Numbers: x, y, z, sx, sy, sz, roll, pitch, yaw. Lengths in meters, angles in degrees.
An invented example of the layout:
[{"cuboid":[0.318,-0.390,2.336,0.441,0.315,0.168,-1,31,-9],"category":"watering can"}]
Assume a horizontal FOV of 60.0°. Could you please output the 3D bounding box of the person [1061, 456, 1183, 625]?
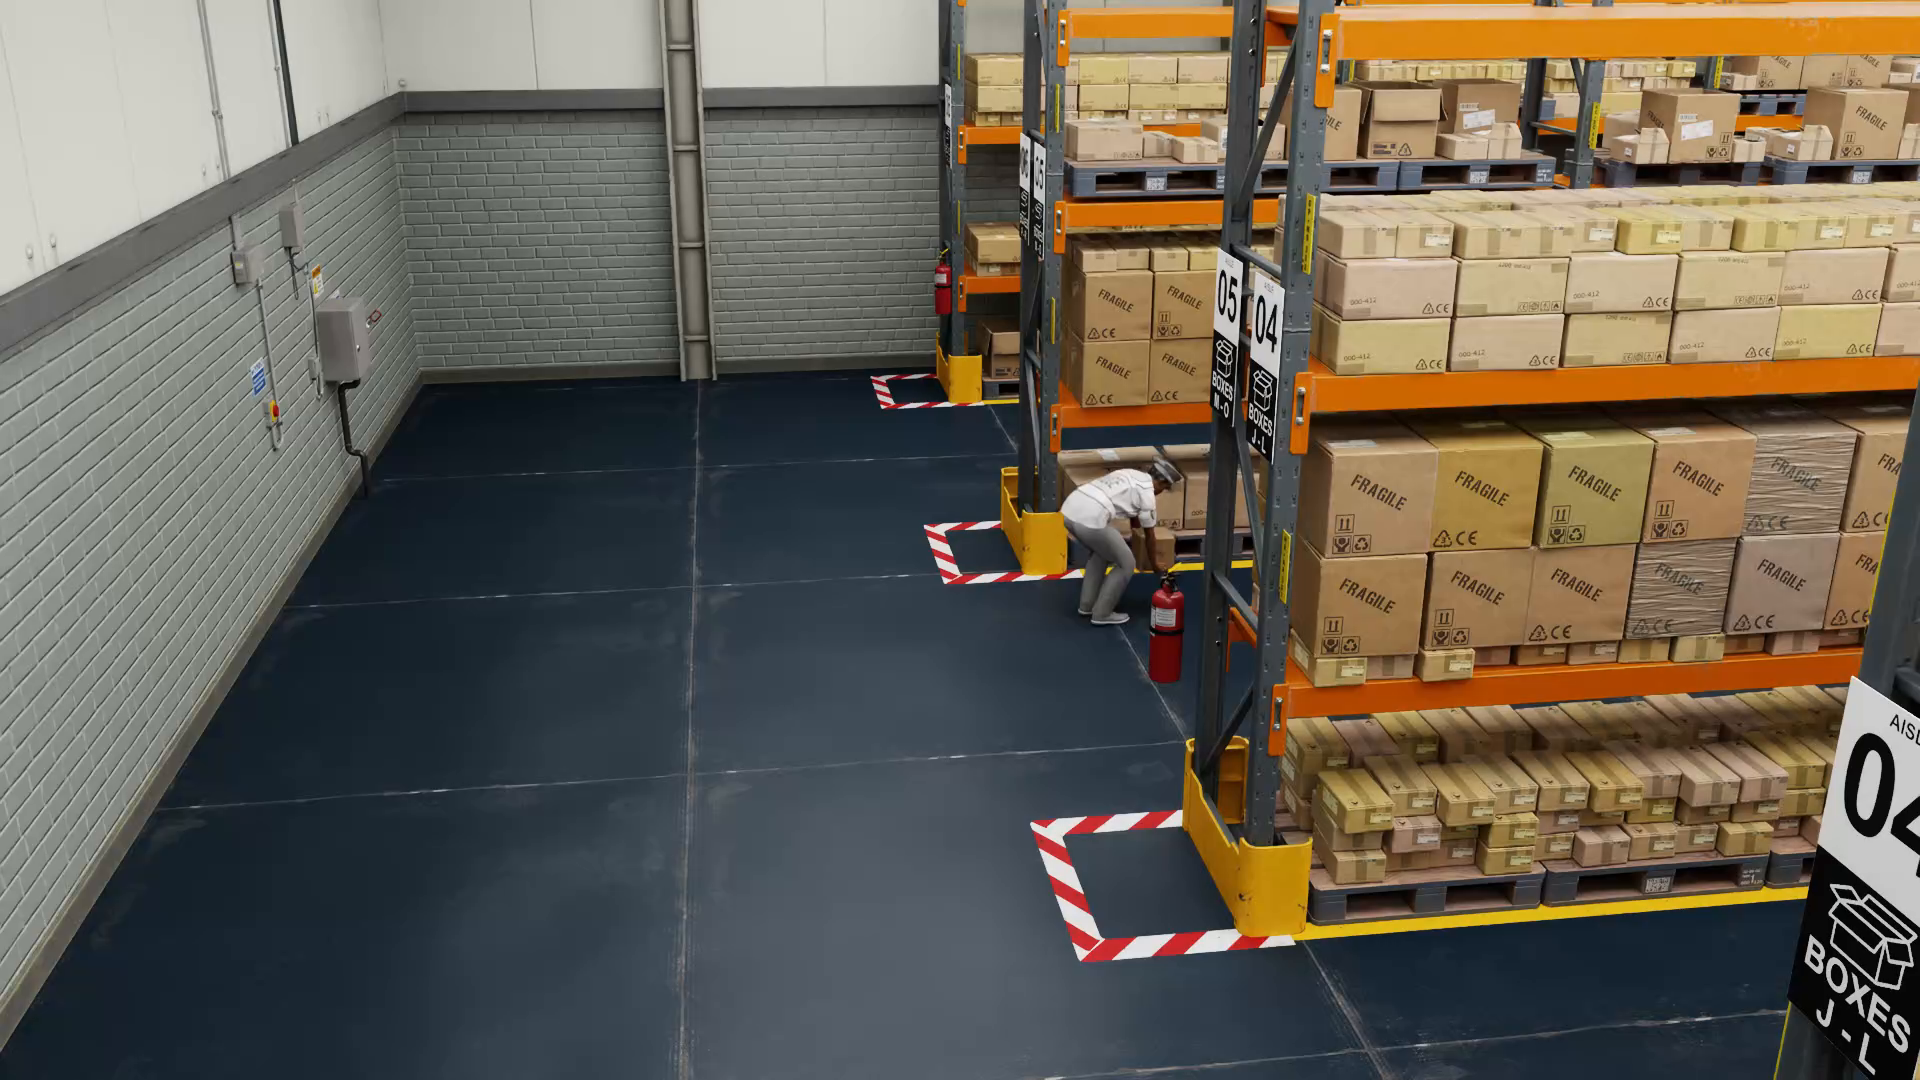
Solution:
[{"cuboid":[1.157,0.002,11.830,0.926,1.145,0.430,-10,22,-24],"category":"person"}]
